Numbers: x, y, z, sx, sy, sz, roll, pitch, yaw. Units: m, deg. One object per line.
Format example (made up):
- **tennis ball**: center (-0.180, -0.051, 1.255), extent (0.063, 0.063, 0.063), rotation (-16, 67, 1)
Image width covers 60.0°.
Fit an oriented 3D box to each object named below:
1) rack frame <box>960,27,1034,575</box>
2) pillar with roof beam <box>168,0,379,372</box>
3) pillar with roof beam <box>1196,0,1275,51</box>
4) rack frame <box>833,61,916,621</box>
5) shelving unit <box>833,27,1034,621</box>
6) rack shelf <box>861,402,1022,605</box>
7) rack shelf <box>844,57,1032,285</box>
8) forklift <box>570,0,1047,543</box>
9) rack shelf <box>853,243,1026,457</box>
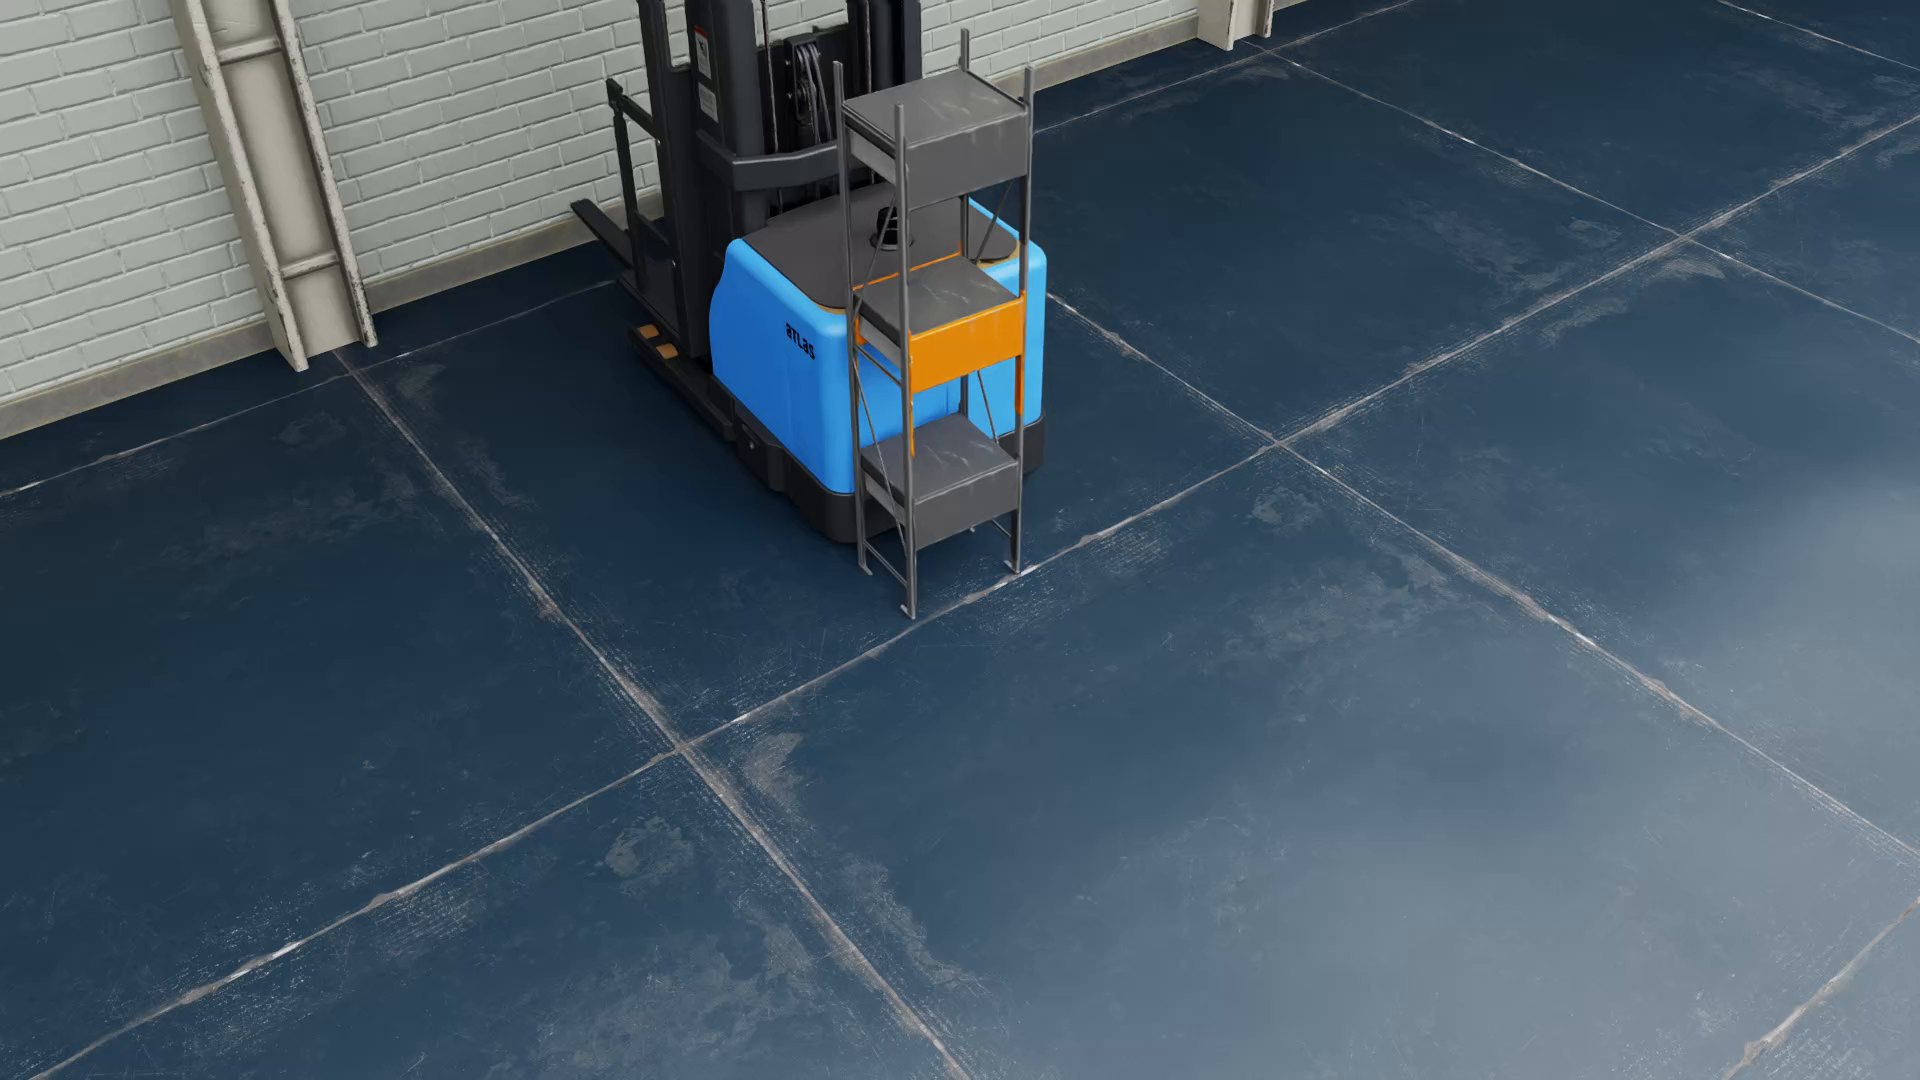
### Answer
- **rack frame**: center (0.118, -0.781, 6.047), extent (0.015, 2.100, 0.400), rotation (-23, 45, -25)
- **pillar with roof beam**: center (-0.381, -2.245, 2.391), extent (0.400, 9.000, 9.100), rotation (-26, 46, -28)
- **pillar with roof beam**: center (4.376, -4.564, 5.218), extent (0.400, 9.000, 9.100), rotation (-26, 46, -28)
- **rack frame**: center (-0.287, -0.609, 5.837), extent (0.015, 2.100, 0.400), rotation (-23, 45, -25)
- **shelving unit**: center (-0.085, -0.695, 5.942), extent (0.503, 2.100, 0.431), rotation (-23, 45, -25)
- **rack shelf**: center (-0.085, -0.144, 6.395), extent (0.480, 0.518, 0.431), rotation (-23, 45, -25)
- **rack shelf**: center (-0.085, -1.226, 5.507), extent (0.480, 0.518, 0.431), rotation (-23, 45, -25)
- **forklift**: center (-0.883, -2.022, 6.904), extent (1.130, 2.935, 3.031), rotation (-23, 45, -25)
- **rack shelf**: center (-0.085, -0.685, 5.951), extent (0.480, 0.518, 0.431), rotation (-23, 45, -25)
